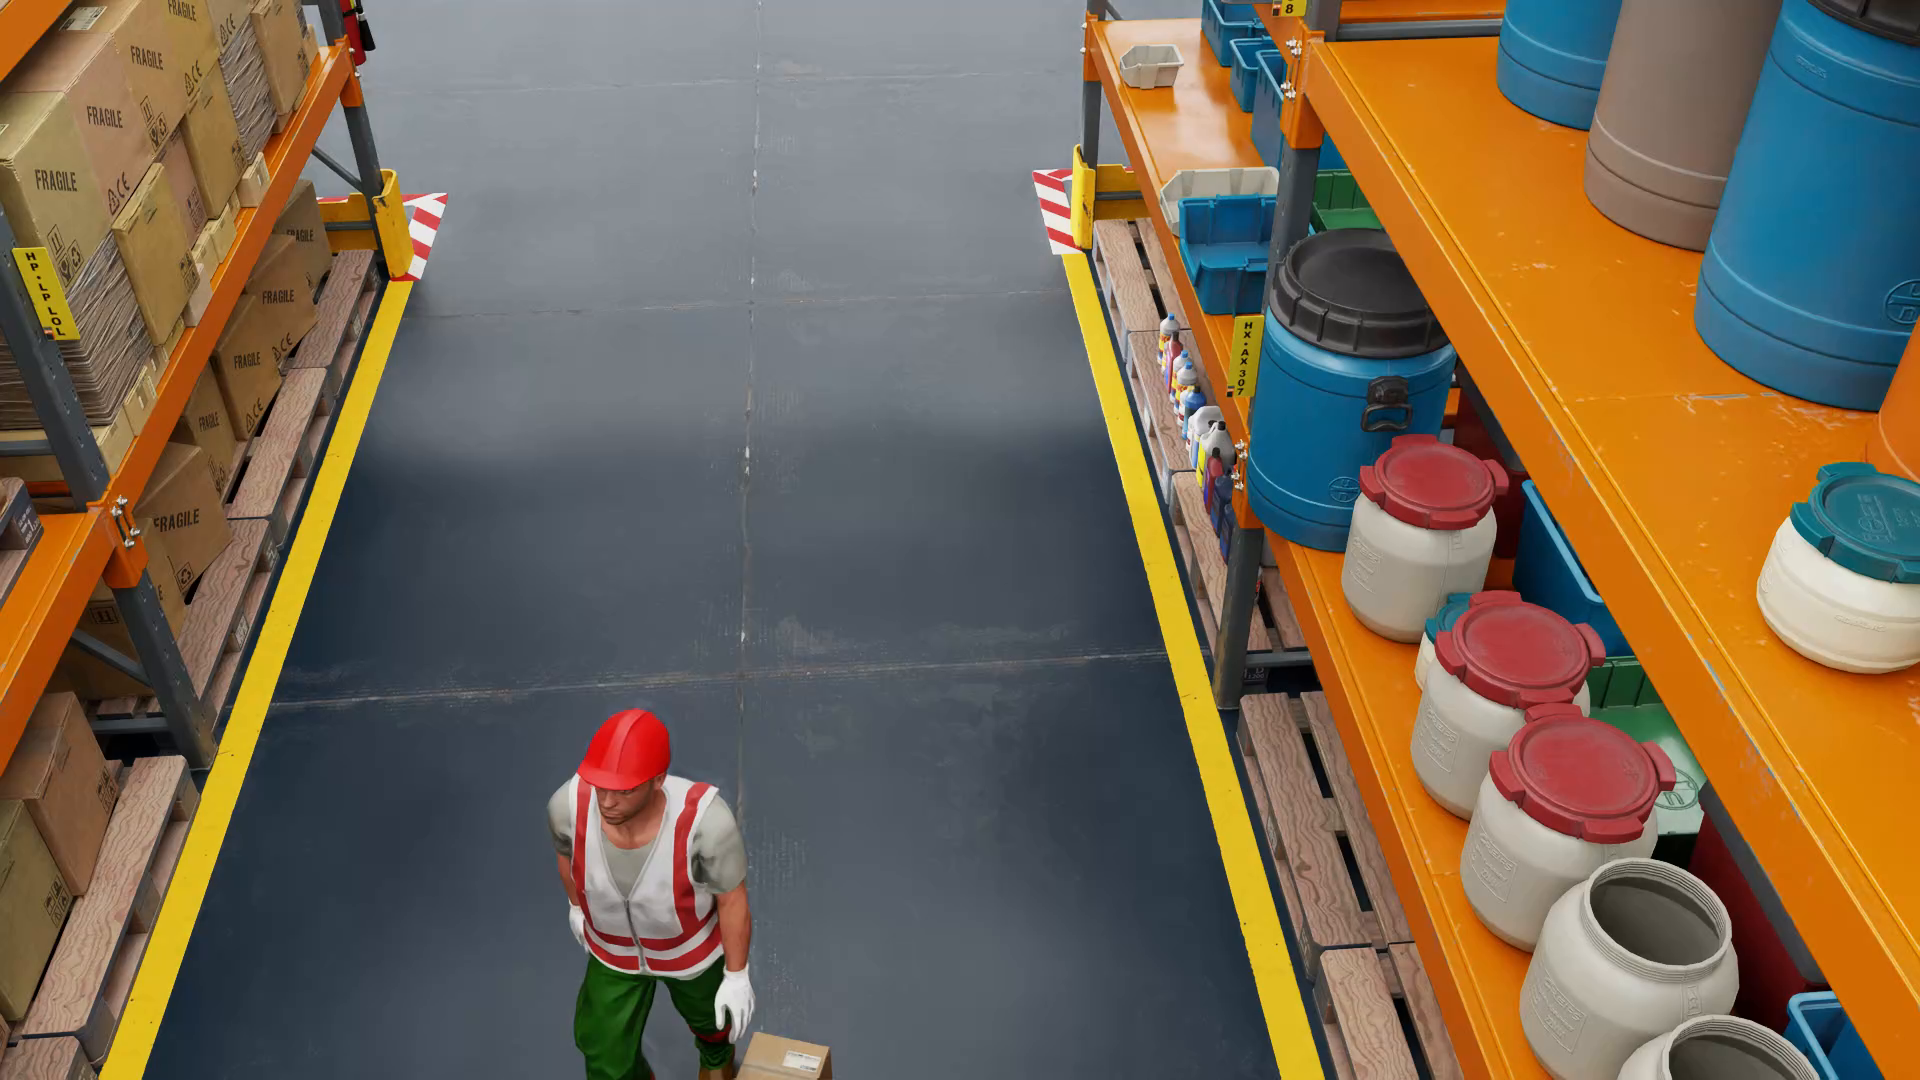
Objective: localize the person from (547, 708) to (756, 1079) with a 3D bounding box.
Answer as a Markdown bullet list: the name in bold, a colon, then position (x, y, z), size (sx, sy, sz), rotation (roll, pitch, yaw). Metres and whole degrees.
- **person**: position (-0.844, 1.150, 4.709), size (0.586, 1.841, 0.563), rotation (3, 39, 3)
